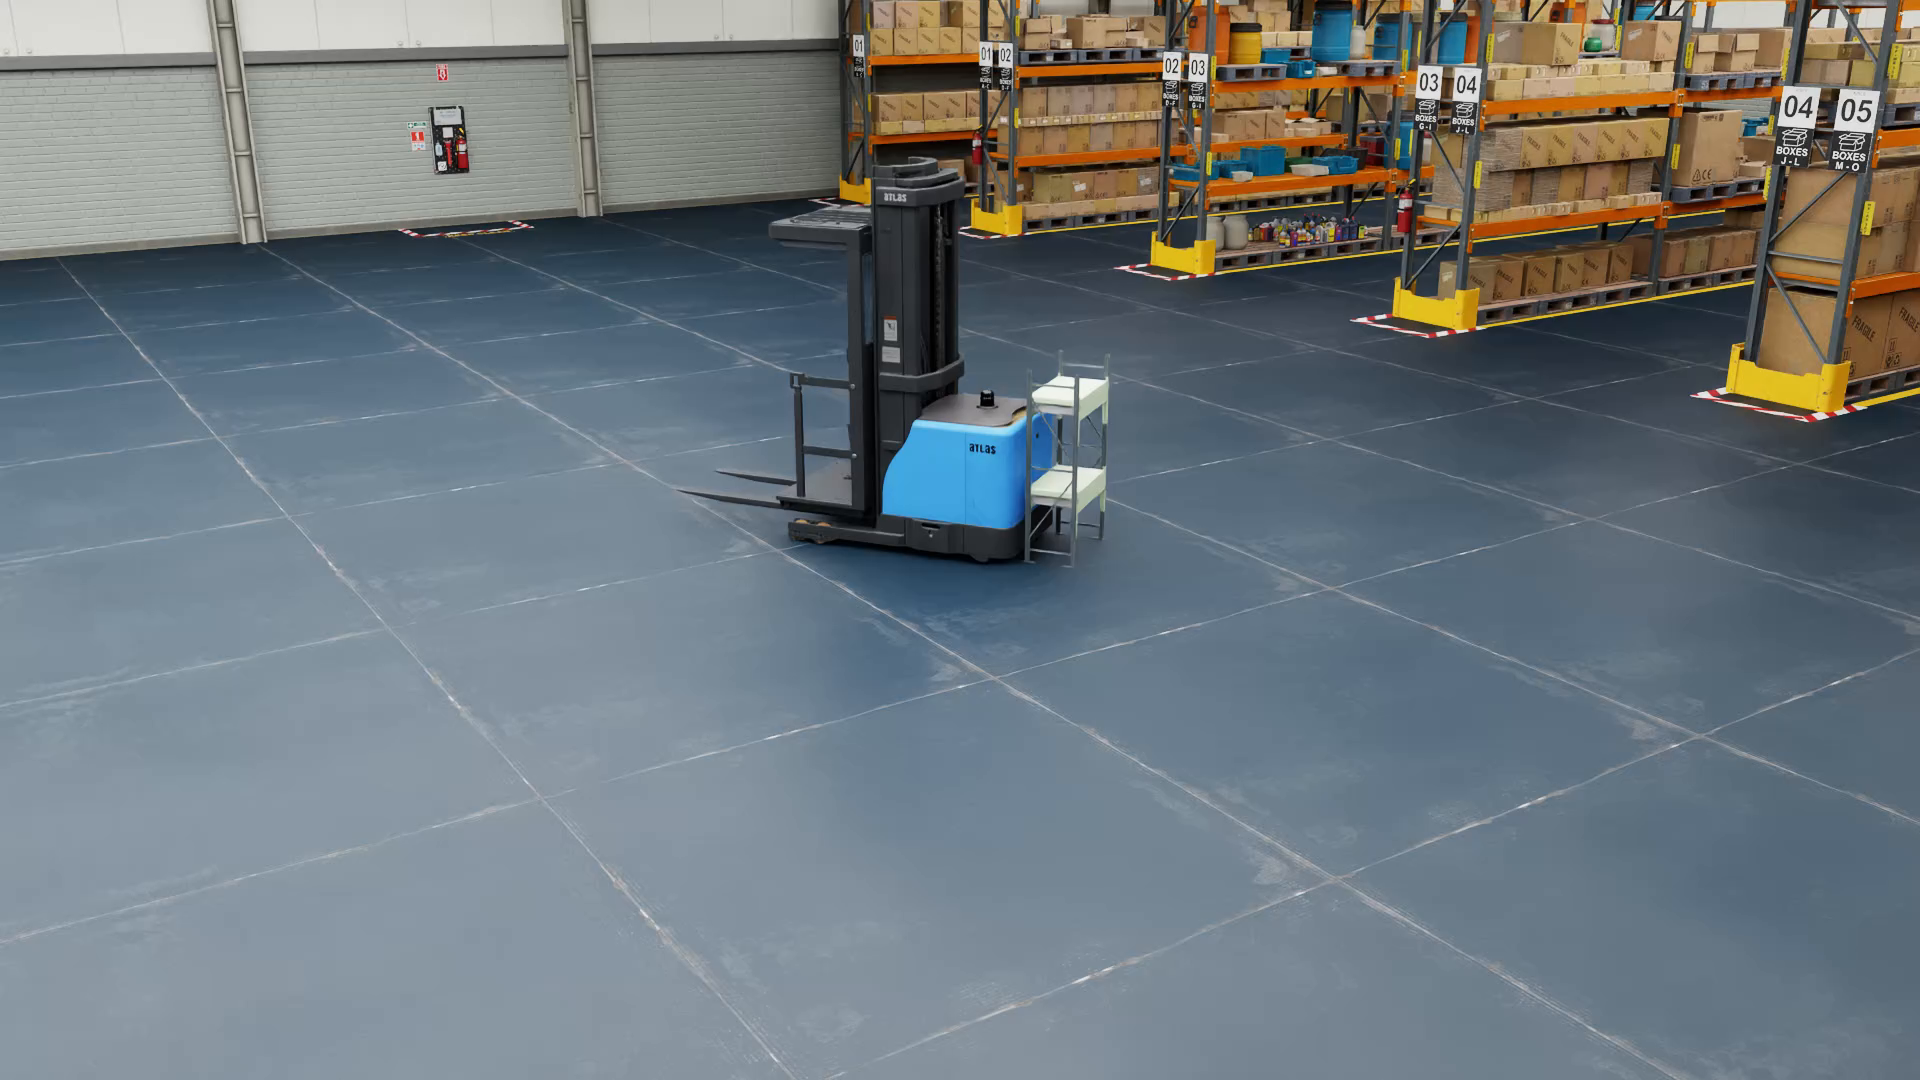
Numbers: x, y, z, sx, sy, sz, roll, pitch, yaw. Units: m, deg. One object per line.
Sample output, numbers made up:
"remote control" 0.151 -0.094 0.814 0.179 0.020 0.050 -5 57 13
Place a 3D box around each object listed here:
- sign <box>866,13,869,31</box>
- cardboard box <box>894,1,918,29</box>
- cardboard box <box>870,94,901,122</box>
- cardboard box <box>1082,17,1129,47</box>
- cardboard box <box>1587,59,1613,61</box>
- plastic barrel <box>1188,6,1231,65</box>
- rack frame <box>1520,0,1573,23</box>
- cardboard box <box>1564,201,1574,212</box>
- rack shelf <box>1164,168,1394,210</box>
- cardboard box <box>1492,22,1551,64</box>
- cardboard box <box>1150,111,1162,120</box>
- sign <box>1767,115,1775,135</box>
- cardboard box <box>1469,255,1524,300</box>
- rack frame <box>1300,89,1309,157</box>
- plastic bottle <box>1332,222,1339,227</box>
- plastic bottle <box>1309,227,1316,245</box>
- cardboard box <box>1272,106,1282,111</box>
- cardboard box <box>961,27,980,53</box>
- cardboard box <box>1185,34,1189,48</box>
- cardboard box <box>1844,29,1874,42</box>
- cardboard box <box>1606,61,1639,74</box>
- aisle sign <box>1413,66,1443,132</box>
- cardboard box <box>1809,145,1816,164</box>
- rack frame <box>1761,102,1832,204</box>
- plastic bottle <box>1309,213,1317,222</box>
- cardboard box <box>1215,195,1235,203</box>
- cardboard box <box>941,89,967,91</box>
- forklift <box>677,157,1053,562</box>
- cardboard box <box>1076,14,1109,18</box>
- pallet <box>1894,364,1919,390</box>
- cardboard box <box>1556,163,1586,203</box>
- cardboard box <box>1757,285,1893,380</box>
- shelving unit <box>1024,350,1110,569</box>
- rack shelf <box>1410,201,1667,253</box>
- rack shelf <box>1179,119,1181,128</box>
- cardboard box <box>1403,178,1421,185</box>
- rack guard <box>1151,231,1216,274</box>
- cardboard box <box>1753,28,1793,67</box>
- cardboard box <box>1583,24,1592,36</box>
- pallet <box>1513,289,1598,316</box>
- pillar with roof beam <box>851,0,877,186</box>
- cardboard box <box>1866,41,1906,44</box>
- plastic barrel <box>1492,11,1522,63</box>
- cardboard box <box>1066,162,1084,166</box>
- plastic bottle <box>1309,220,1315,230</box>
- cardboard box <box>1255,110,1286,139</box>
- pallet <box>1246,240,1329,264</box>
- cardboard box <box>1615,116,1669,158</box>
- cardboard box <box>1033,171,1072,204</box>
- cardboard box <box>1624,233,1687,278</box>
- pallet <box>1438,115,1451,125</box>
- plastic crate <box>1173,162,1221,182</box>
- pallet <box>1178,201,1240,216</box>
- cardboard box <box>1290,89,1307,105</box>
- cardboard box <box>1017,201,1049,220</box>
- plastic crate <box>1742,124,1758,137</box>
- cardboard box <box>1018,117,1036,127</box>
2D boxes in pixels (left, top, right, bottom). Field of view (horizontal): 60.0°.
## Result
"sign" -1.767 -9.922 31.862 0.005 0.325 0.100 -12 22 -31
"cardboard box" -1.163 -10.261 32.482 0.500 0.500 0.500 -12 22 -32
"cardboard box" -1.501 -8.530 32.823 0.500 0.500 0.500 -12 22 -31
"cardboard box" 2.558 -9.091 29.733 0.637 0.503 0.797 -9 21 -25
"cardboard box" 8.583 -6.419 22.475 0.250 0.149 0.380 -12 22 -31
"plastic barrel" 3.720 -7.525 24.810 0.708 0.830 0.600 -12 22 -31
"rack frame" 10.065 -9.833 28.281 0.127 3.000 1.000 -12 22 -31
"cardboard box" 7.919 -4.443 22.095 0.250 0.149 0.380 -12 22 -31
"rack shelf" 5.054 -5.594 26.230 4.000 0.370 1.077 -12 22 -31
"cardboard box" 7.263 -6.444 21.538 0.500 0.500 0.500 -12 22 -31
"cardboard box" 3.469 -7.772 30.381 0.250 0.149 0.380 -13 22 -33
"sign" 12.481 -6.363 25.575 0.005 0.325 0.100 -12 22 -31
"cardboard box" 7.119 -3.492 22.138 0.500 0.500 0.500 -6 20 -17
"rack frame" 7.957 -10.346 39.164 0.127 3.000 1.000 -12 22 -31
"plastic bottle" 6.082 -5.016 26.964 0.135 0.276 0.152 -12 22 -31
"plastic bottle" 5.608 -4.848 26.474 0.097 0.271 0.097 0 19 0
"cardboard box" 7.203 -9.954 38.367 0.250 0.149 0.380 -12 22 -31
"cardboard box" 0.118 -10.066 33.465 0.500 0.500 0.500 -13 23 -33
"cardboard box" 4.523 -9.267 30.868 0.500 0.250 0.500 -9 21 -26
"cardboard box" 13.259 -7.462 25.133 0.637 0.503 0.797 -10 21 -28
"cardboard box" 8.684 -6.221 21.890 0.250 0.149 0.380 -13 22 -33
"aisle sign" 5.891 -5.558 20.943 0.004 0.787 0.394 -12 22 -31
"cardboard box" 13.065 -5.867 25.760 0.500 0.500 0.500 -11 22 -30
"rack frame" 12.789 -5.667 25.323 0.127 3.000 1.000 -12 22 -31
"plastic bottle" 5.822 -5.209 27.419 0.185 0.351 0.144 -11 22 -30
"cardboard box" 4.904 -6.603 31.731 0.500 0.250 0.500 -11 22 -30
"cardboard box" -0.085 -9.027 34.295 0.500 0.500 0.500 -11 22 -30
"forklift" -0.820 -1.505 13.120 3.031 2.935 1.130 8 20 21
"cardboard box" 2.806 -10.896 35.296 0.500 0.500 0.500 -13 23 -33
"pallet" 10.394 -1.967 18.734 1.213 0.211 1.003 -12 22 -31
"cardboard box" 7.799 -4.817 22.189 0.500 0.500 0.875 -12 22 -31
"cardboard box" 9.281 -2.242 17.856 0.875 0.875 0.875 -12 22 -31
"shelving unit" 0.822 -0.629 12.762 0.431 1.500 0.755 7 20 21
"rack shelf" 7.778 -4.269 22.312 4.000 0.370 1.077 -12 22 -31
"rack shelf" 2.946 -8.948 36.153 4.000 0.370 1.077 -12 22 -31
"cardboard box" 9.170 -7.619 34.314 0.500 0.500 0.500 -13 23 -33
"rack guard" 3.421 -4.424 25.550 0.348 0.500 1.175 -12 22 -31
"cardboard box" 11.684 -7.044 23.778 0.500 0.500 0.500 -11 22 -30
"cardboard box" 13.319 -11.066 36.064 0.500 0.250 0.500 -12 22 -31
"pallet" 7.887 -3.297 22.668 1.213 0.211 1.003 -12 22 -31
"pillar with roof beam" 0.411 -10.277 29.594 0.400 9.000 9.100 -12 22 -31
"cardboard box" 9.694 -5.167 17.498 0.250 0.149 0.380 -12 22 -31
"plastic barrel" 9.260 -8.563 28.424 0.600 0.901 0.600 0 19 0
"cardboard box" 2.285 -8.200 36.031 0.500 0.500 0.700 -12 22 -32
"plastic bottle" 5.767 -5.114 27.260 0.097 0.271 0.097 0 19 0
"cardboard box" 5.951 -8.064 32.259 0.500 0.500 0.500 -13 23 -34
"pallet" 5.120 -4.642 26.647 1.213 0.211 1.003 -12 22 -31
"cardboard box" 9.224 -5.471 22.563 0.500 0.500 0.500 -12 22 -31
"cardboard box" 1.649 -6.283 29.613 0.500 0.500 0.500 -12 22 -31
"cardboard box" 9.973 -4.089 23.871 0.500 0.500 0.700 -14 23 -36
"pallet" 9.957 -8.819 34.947 1.213 0.211 1.003 -12 22 -31
"plastic crate" 3.637 -5.680 25.595 0.616 0.251 0.499 -12 22 -31
"pallet" 4.597 -6.432 31.940 1.213 0.211 1.003 -12 22 -31
"cardboard box" 7.710 -10.395 38.657 0.500 0.500 0.500 -12 22 -32
"cardboard box" 1.233 -5.839 29.471 0.500 0.250 0.500 -12 22 -31
"plastic crate" 15.172 -7.919 32.154 0.300 0.233 0.416 -12 22 -31
"cardboard box" 1.109 -7.274 28.908 0.250 0.149 0.380 -12 22 -32
